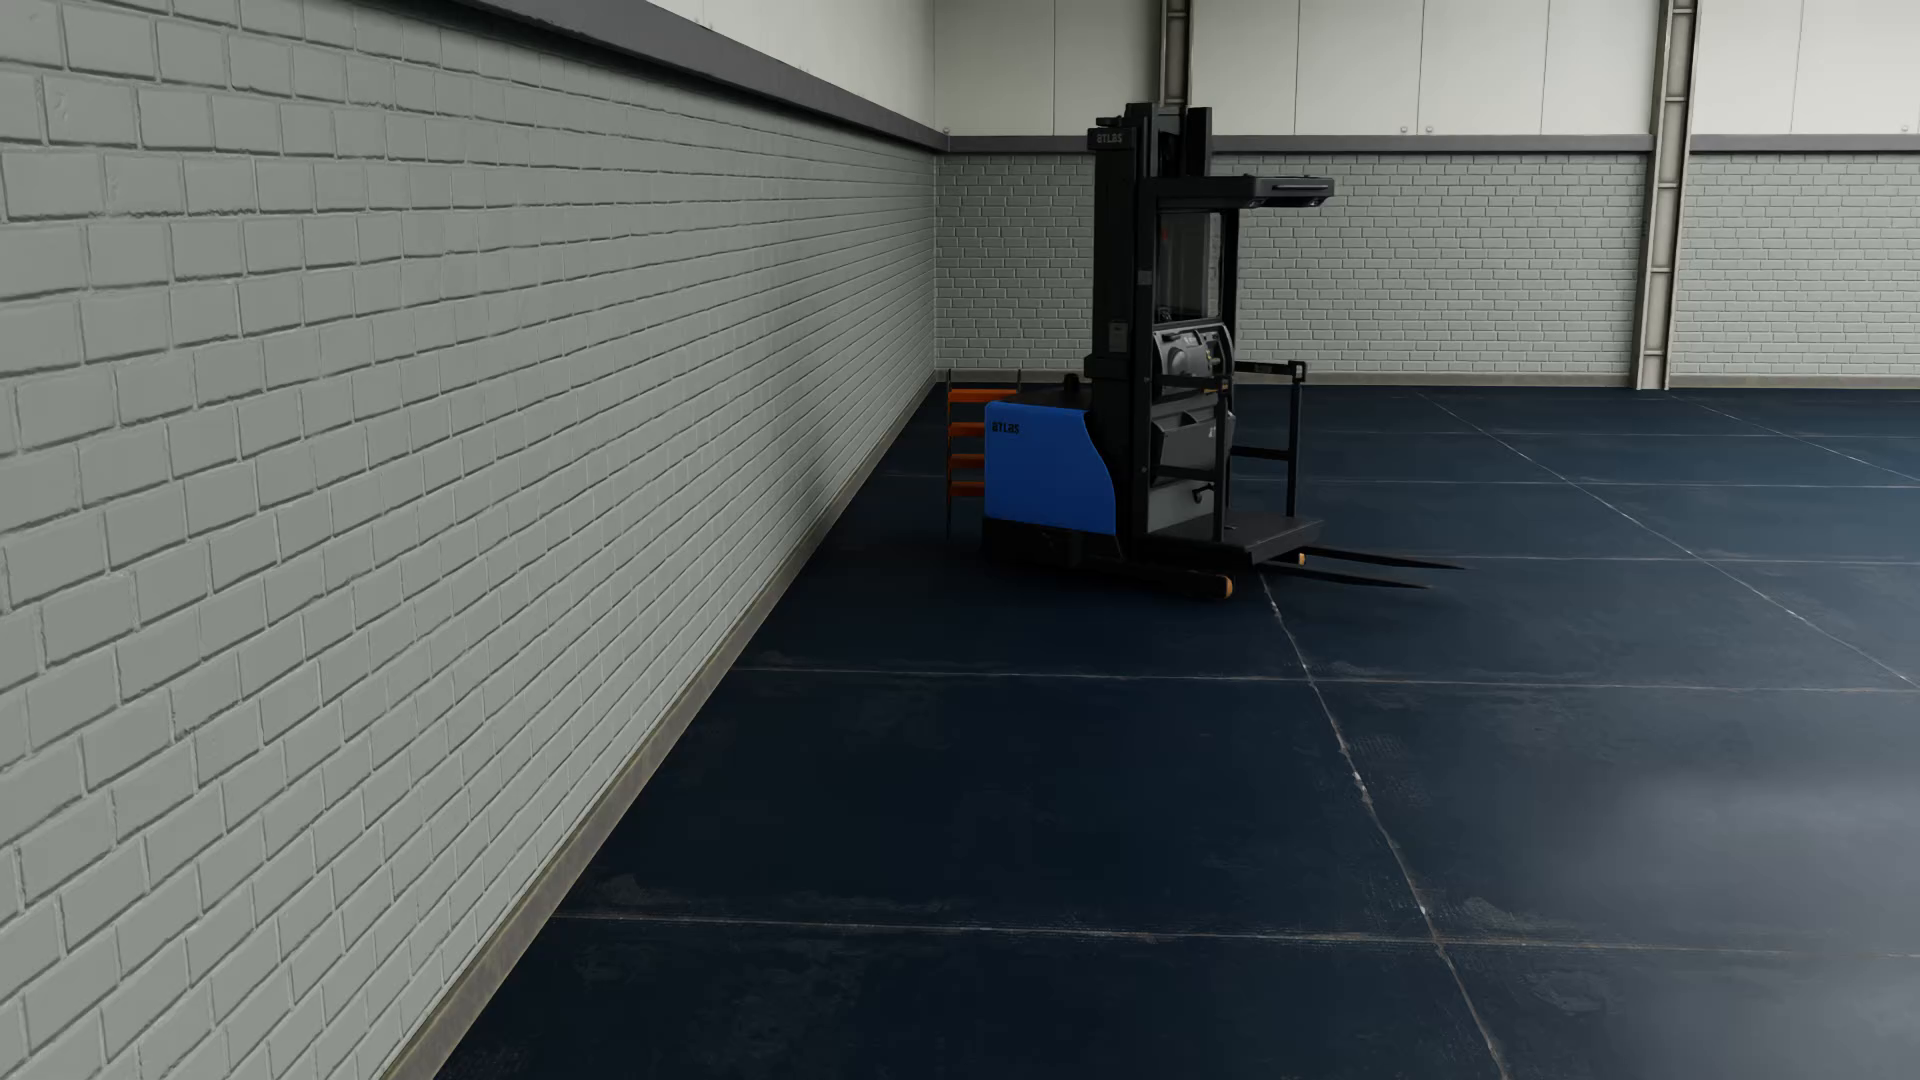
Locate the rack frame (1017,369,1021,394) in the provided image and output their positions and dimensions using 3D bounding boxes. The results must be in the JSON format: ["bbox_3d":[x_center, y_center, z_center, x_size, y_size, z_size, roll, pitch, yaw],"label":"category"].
[{"bbox_3d":[0.409,-0.582,11.618,0.015,1.200,0.240,1,12,4],"label":"rack frame"}]

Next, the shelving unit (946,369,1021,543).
[{"bbox_3d":[0.165,-0.585,11.634,0.503,1.200,0.258,1,12,4],"label":"shelving unit"}]

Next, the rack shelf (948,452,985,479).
[{"bbox_3d":[0.165,-0.519,11.648,0.480,0.148,0.258,1,12,4],"label":"rack shelf"}]

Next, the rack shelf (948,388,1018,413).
[{"bbox_3d":[0.165,-0.970,11.554,0.480,0.148,0.258,1,12,4],"label":"rack shelf"}]

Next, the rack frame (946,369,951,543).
[{"bbox_3d":[-0.078,-0.588,11.650,0.015,1.200,0.240,1,12,4],"label":"rack frame"}]

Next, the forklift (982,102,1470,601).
[{"bbox_3d":[1.632,-1.188,10.288,3.031,2.935,1.130,9,15,36],"label":"forklift"}]

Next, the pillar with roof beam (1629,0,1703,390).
[{"bbox_3d":[8.353,-5.430,15.747,0.400,9.000,9.100,1,12,4],"label":"pillar with roof beam"}]

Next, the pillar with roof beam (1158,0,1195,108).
[{"bbox_3d":[2.367,-5.512,16.139,0.400,9.000,9.100,1,12,4],"label":"pillar with roof beam"}]

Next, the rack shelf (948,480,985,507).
[{"bbox_3d":[0.165,-0.325,11.689,0.480,0.148,0.258,1,12,4],"label":"rack shelf"}]

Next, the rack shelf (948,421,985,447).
[{"bbox_3d":[0.165,-0.738,11.602,0.480,0.148,0.258,1,12,4],"label":"rack shelf"}]
